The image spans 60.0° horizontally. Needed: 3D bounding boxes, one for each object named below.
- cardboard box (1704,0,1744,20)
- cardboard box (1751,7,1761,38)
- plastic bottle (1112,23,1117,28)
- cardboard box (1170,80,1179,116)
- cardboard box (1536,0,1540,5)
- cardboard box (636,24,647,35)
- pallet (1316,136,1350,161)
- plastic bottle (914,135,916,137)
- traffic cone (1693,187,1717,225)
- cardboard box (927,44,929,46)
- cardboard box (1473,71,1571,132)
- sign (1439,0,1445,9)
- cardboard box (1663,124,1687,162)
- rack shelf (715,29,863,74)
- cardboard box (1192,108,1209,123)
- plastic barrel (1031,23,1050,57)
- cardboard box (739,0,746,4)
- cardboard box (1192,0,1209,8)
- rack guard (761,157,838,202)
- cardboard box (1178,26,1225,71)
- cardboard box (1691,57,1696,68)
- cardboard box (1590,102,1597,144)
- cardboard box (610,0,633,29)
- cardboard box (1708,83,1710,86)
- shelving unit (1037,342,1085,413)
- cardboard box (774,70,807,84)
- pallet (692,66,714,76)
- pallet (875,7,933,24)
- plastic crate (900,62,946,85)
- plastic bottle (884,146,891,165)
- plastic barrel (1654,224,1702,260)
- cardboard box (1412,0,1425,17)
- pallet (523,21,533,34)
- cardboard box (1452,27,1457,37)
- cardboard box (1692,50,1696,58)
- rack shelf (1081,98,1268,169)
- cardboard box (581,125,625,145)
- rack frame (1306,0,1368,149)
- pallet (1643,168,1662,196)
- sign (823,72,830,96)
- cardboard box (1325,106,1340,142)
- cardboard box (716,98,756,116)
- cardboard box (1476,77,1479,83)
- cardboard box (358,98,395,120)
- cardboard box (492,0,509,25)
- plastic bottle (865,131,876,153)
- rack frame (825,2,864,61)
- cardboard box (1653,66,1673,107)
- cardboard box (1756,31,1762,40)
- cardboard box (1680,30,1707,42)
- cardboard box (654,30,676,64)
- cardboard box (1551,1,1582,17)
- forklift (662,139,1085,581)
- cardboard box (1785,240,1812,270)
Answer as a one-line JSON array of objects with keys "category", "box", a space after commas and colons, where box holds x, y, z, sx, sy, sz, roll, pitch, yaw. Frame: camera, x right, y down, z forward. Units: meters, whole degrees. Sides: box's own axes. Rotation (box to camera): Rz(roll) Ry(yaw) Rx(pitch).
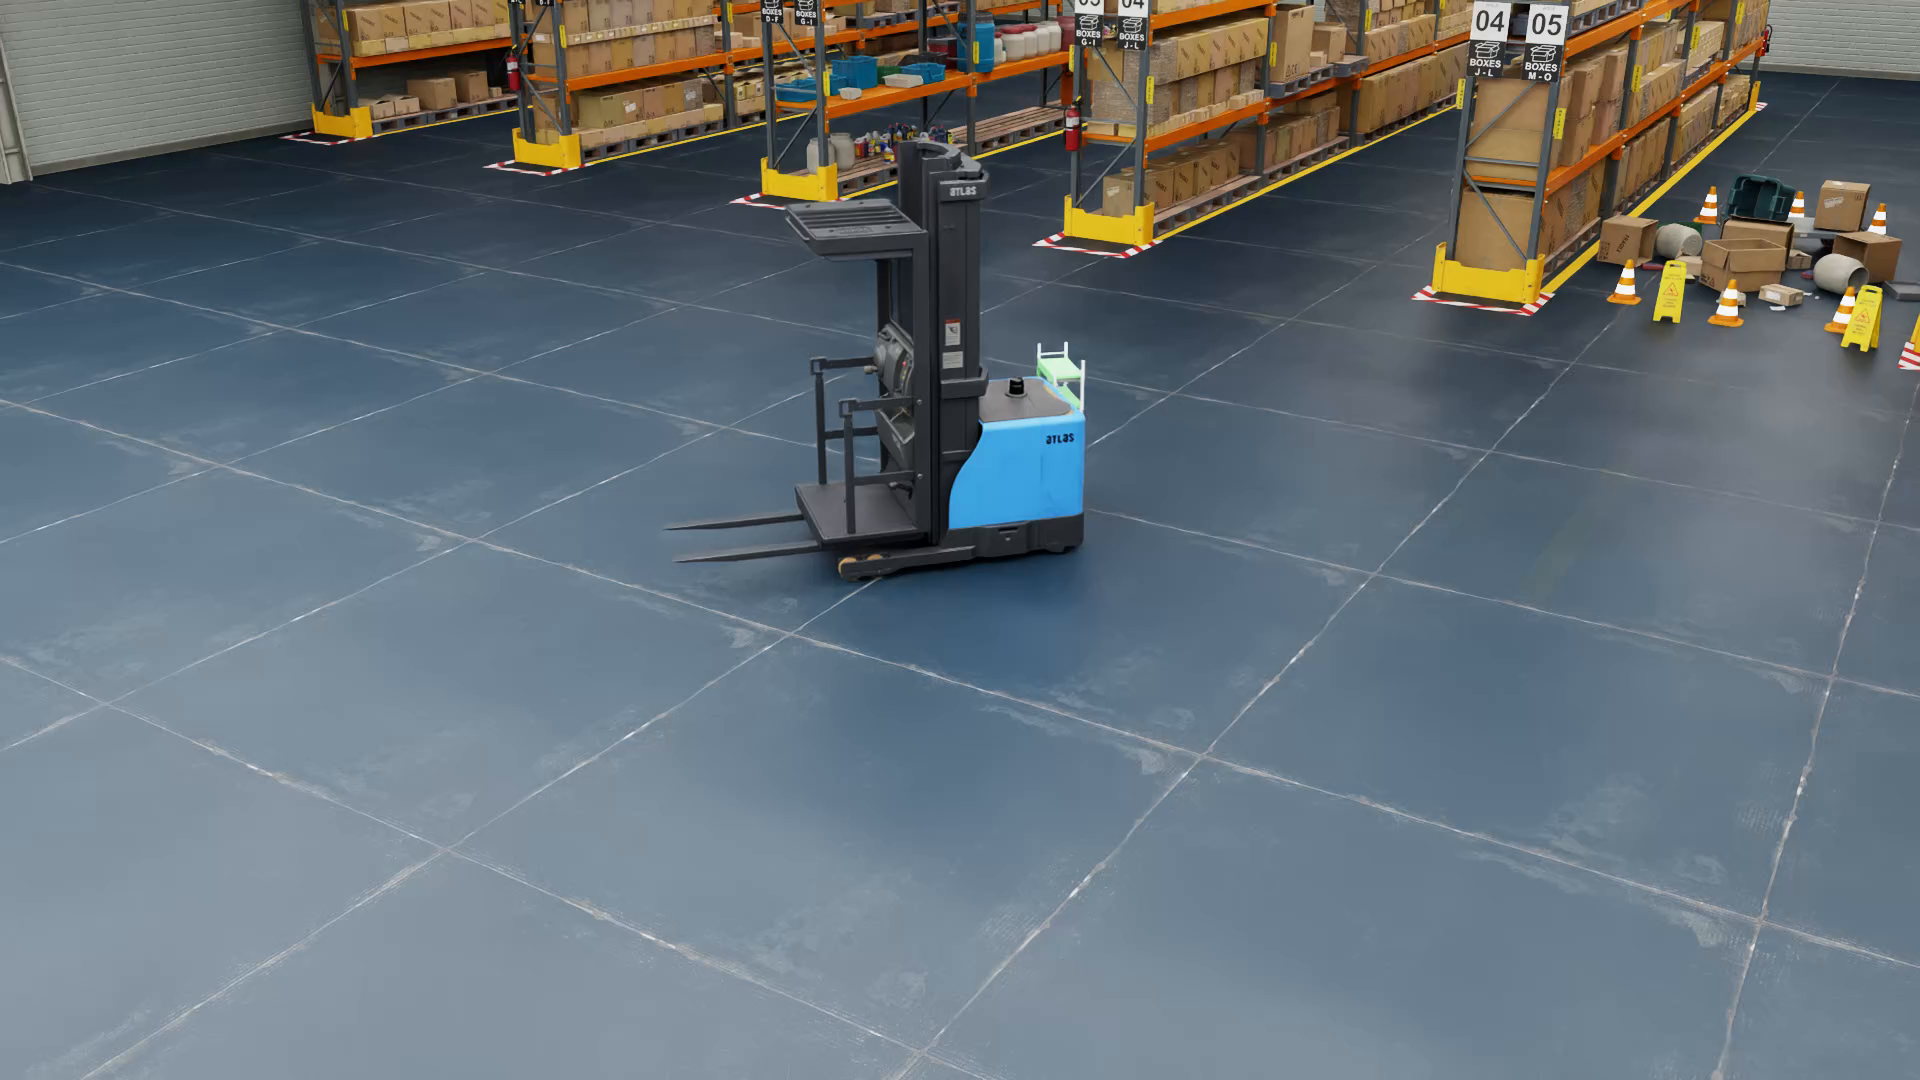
[{"category": "cardboard box", "box": [12.823, -9.008, 27.860, 0.500, 0.500, 0.500, 15, 27, 30]}, {"category": "cardboard box", "box": [13.935, -9.247, 29.669, 0.500, 0.500, 0.500, 14, 27, 29]}, {"category": "plastic bottle", "box": [2.947, -9.799, 31.695, 0.097, 0.201, 0.097, 0, 23, 0]}, {"category": "cardboard box", "box": [2.363, -5.845, 21.812, 0.875, 0.500, 0.500, 14, 27, 29]}, {"category": "cardboard box", "box": [6.473, -6.242, 19.116, 0.380, 0.149, 0.250, 13, 27, 28]}, {"category": "cardboard box", "box": [-5.325, -8.316, 27.077, 0.380, 0.149, 0.250, 14, 27, 29]}, {"category": "pallet", "box": [5.694, -6.446, 27.210, 1.003, 0.211, 1.213, 14, 27, 29]}, {"category": "plastic bottle", "box": [-0.677, -6.194, 25.983, 0.061, 0.283, 0.133, 14, 27, 29]}, {"category": "traffic cone", "box": [10.149, -4.538, 22.485, 0.336, 0.463, 0.334, 14, 27, 29]}, {"category": "cardboard box", "box": [-0.481, -10.080, 34.686, 0.500, 0.500, 0.500, 14, 27, 29]}, {"category": "cardboard box", "box": [6.277, -4.897, 18.574, 0.875, 0.550, 0.550, 14, 27, 29]}, {"category": "sign", "box": [8.684, -9.724, 29.914, 0.100, 0.325, 0.005, 14, 27, 29]}, {"category": "cardboard box", "box": [10.858, -6.147, 25.626, 0.500, 0.500, 0.500, 13, 26, 27]}, {"category": "rack shelf", "box": [-3.361, -9.061, 30.647, 1.077, 0.370, 4.000, 14, 27, 29]}, {"category": "cardboard box", "box": [3.114, -5.706, 22.307, 0.380, 0.149, 0.250, 14, 27, 29]}, {"category": "plastic barrel", "box": [1.317, -8.544, 28.406, 0.421, 0.512, 0.421, 0, 23, 0]}, {"category": "cardboard box", "box": [-4.907, -11.836, 36.441, 0.380, 0.149, 0.250, 14, 27, 29]}, {"category": "cardboard box", "box": [2.893, -7.047, 21.501, 0.500, 0.250, 0.500, 14, 27, 29]}, {"category": "rack guard", "box": [-2.320, -5.215, 24.004, 1.175, 0.500, 0.348, 14, 27, 29]}, {"category": "cardboard box", "box": [3.200, -6.565, 22.217, 0.500, 0.500, 0.500, 14, 27, 29]}, {"category": "cardboard box", "box": [11.100, -7.375, 25.633, 0.380, 0.149, 0.250, 15, 28, 31]}, {"category": "cardboard box", "box": [7.318, -5.159, 20.539, 0.875, 0.550, 0.550, 14, 27, 29]}, {"category": "cardboard box", "box": [-5.703, -8.529, 26.753, 0.700, 0.500, 0.500, 14, 27, 29]}, {"category": "cardboard box", "box": [13.424, -8.298, 30.290, 0.380, 0.149, 0.250, 15, 28, 31]}, {"category": "shelving unit", "box": [0.785, -0.911, 13.179, 0.258, 1.200, 0.503, -5, 24, -11]}, {"category": "cardboard box", "box": [-3.177, -8.511, 30.697, 0.500, 0.311, 0.500, 15, 27, 30]}, {"category": "pallet", "box": [-6.037, -10.074, 35.590, 1.003, 0.211, 1.213, 14, 27, 29]}, {"category": "pallet", "box": [-1.284, -10.636, 33.620, 1.003, 0.211, 1.213, 14, 27, 29]}, {"category": "plastic crate", "box": [-0.563, -7.178, 25.579, 0.499, 0.251, 0.616, 14, 27, 29]}, {"category": "plastic bottle", "box": [-1.099, -5.824, 25.143, 0.097, 0.271, 0.097, 0, 23, 0]}, {"category": "plastic barrel", "box": [8.863, -3.679, 20.551, 0.421, 0.421, 0.512, -7, 24, -17]}, {"category": "cardboard box", "box": [7.888, -9.628, 29.662, 0.797, 0.503, 0.637, 13, 27, 28]}, {"category": "pallet", "box": [-8.100, -9.893, 31.903, 1.003, 0.211, 1.213, 14, 27, 29]}, {"category": "cardboard box", "box": [9.071, -9.521, 31.119, 0.380, 0.149, 0.250, 13, 27, 28]}, {"category": "cardboard box", "box": [11.106, -7.519, 25.591, 0.380, 0.149, 0.250, 14, 27, 29]}, {"category": "rack shelf", "box": [2.943, -5.634, 22.730, 1.077, 0.370, 4.000, 14, 27, 29]}, {"category": "cardboard box", "box": [-5.794, -6.601, 26.991, 0.500, 0.250, 0.500, 14, 27, 29]}, {"category": "rack frame", "box": [6.108, -7.989, 27.265, 1.000, 3.000, 0.127, 14, 27, 29]}, {"category": "pallet", "box": [9.788, -5.386, 24.761, 1.003, 0.211, 1.213, 14, 27, 29]}, {"category": "sign", "box": [-1.855, -6.337, 23.101, 0.100, 0.325, 0.005, 14, 27, 29]}, {"category": "cardboard box", "box": [5.771, -6.814, 27.142, 0.700, 0.500, 0.500, 12, 26, 26]}, {"category": "cardboard box", "box": [-3.993, -7.731, 29.602, 0.500, 0.250, 0.500, 13, 27, 28]}, {"category": "cardboard box", "box": [10.058, -9.674, 33.303, 0.875, 0.875, 0.875, 14, 27, 29]}, {"category": "cardboard box", "box": [-10.295, -7.586, 29.164, 0.500, 0.311, 0.500, 11, 26, 23]}, {"category": "cardboard box", "box": [-8.613, -9.813, 30.698, 0.500, 0.500, 0.500, 14, 27, 29]}, {"category": "plastic bottle", "box": [-1.410, -6.208, 25.931, 0.144, 0.351, 0.185, 15, 28, 31]}, {"category": "rack frame", "box": [-2.306, -10.066, 32.063, 1.000, 3.000, 0.127, 14, 27, 29]}, {"category": "cardboard box", "box": [9.731, -6.416, 23.506, 0.500, 0.500, 0.500, 13, 27, 28]}, {"category": "cardboard box", "box": [14.556, -9.331, 30.681, 0.380, 0.149, 0.250, 14, 27, 29]}, {"category": "cardboard box", "box": [11.503, -7.909, 26.118, 0.380, 0.149, 0.250, 13, 27, 28]}, {"category": "cardboard box", "box": [-5.186, -8.263, 27.772, 0.700, 0.500, 0.500, 14, 27, 30]}, {"category": "cardboard box", "box": [6.502, -5.764, 18.011, 0.380, 0.149, 0.250, 14, 27, 29]}, {"category": "forklift", "box": [-0.654, -1.283, 11.861, 3.031, 2.935, 1.130, -7, 24, -15]}, {"category": "cardboard box", "box": [10.164, -3.483, 20.296, 0.258, 0.266, 0.396, -3, 24, -7]}]
